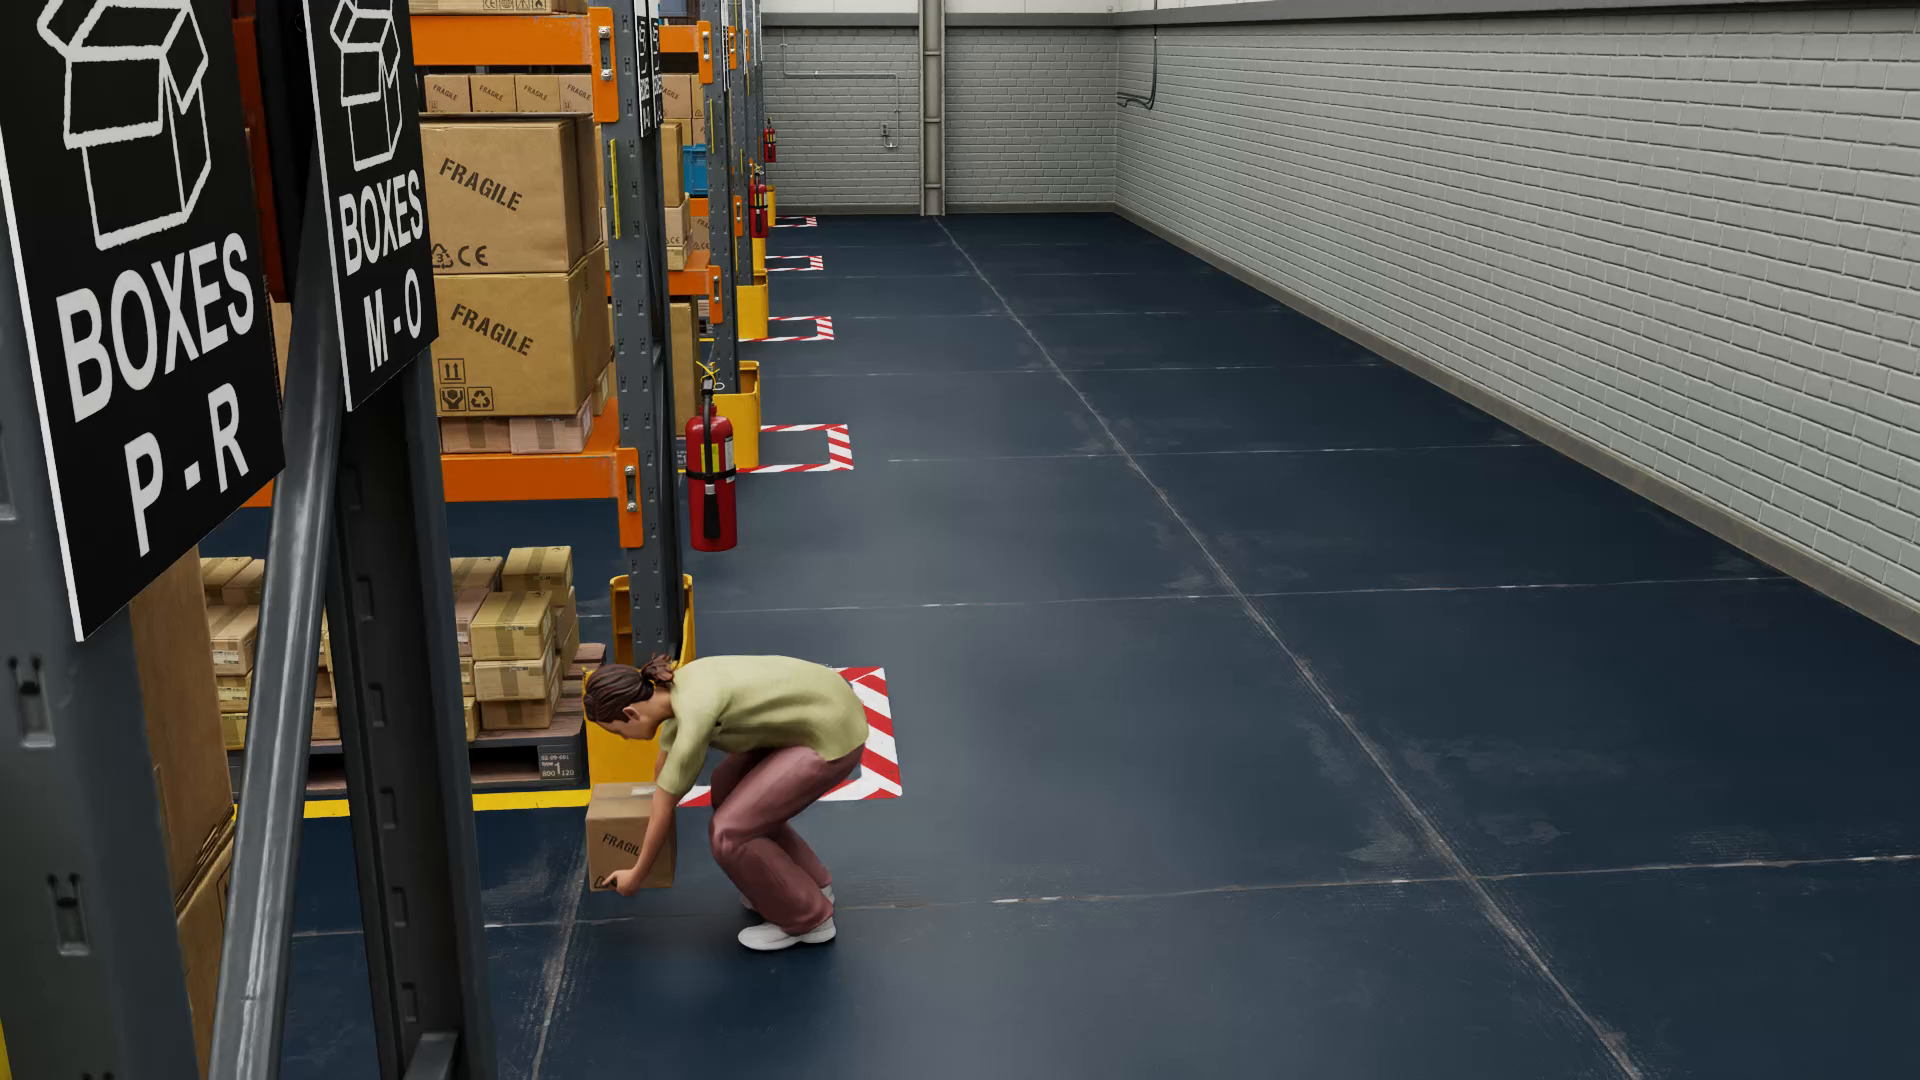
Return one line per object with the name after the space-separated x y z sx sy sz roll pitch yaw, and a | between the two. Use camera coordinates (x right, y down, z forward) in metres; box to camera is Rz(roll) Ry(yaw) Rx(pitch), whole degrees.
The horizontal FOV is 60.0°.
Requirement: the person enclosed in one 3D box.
-0.715 0.807 5.196 0.863 0.910 0.476 -2 17 -8 | person
